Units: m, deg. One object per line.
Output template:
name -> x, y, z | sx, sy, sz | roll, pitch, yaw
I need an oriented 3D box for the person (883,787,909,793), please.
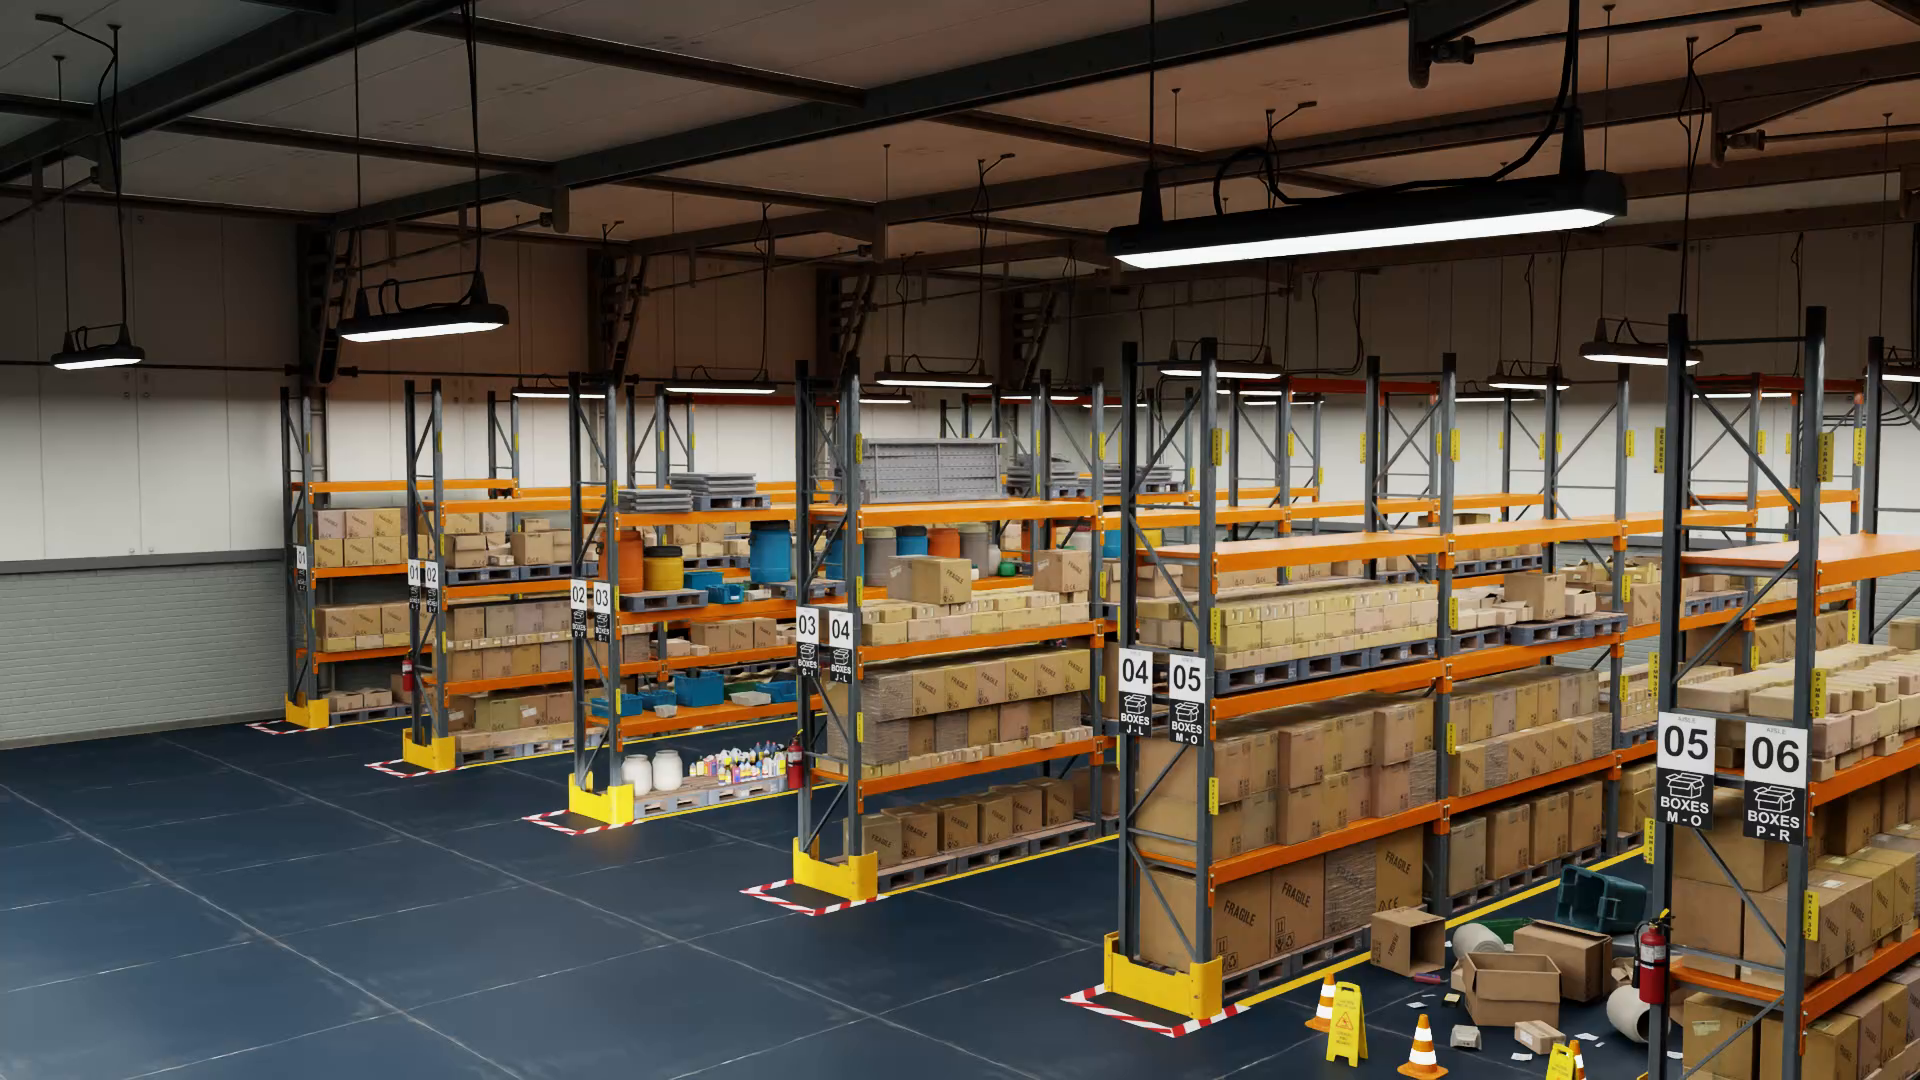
person -> -0.954, 2.768, 24.053 | 0.562, 1.874, 0.601 | 3, 5, 40
